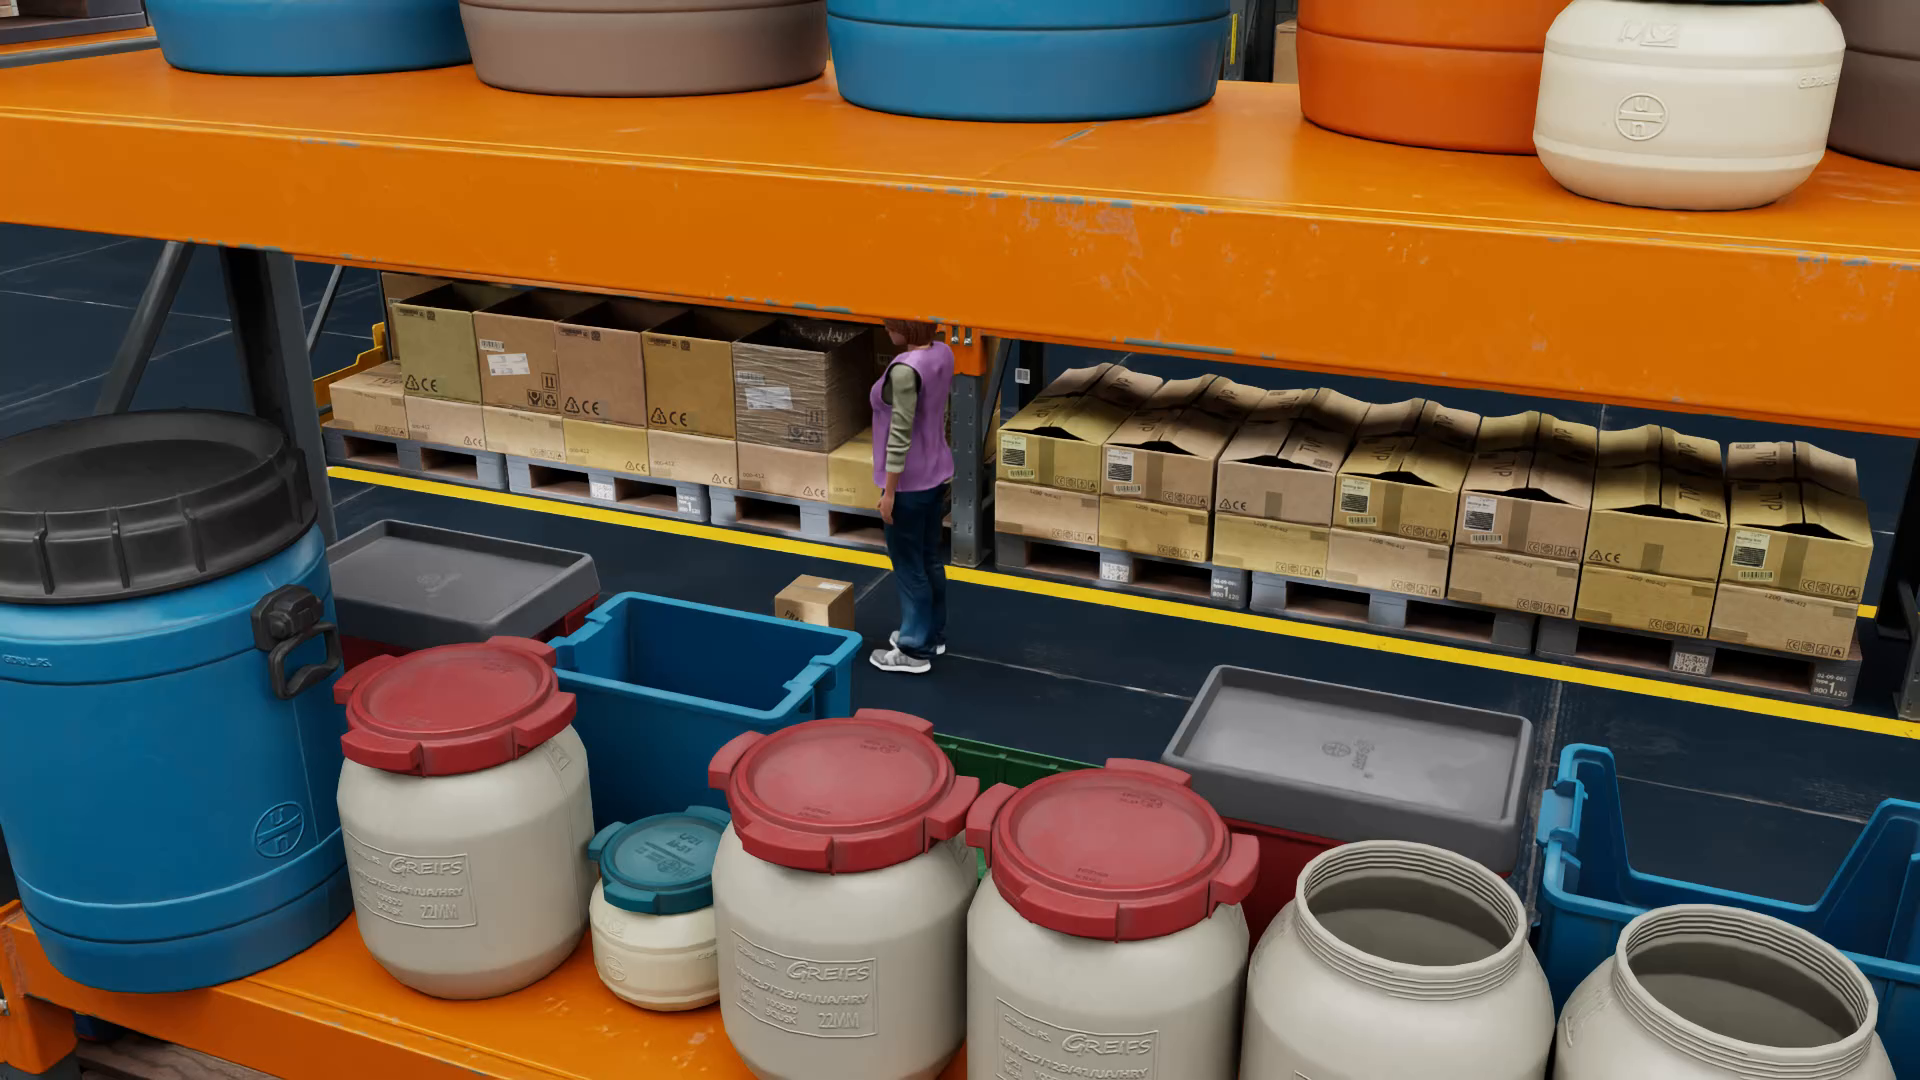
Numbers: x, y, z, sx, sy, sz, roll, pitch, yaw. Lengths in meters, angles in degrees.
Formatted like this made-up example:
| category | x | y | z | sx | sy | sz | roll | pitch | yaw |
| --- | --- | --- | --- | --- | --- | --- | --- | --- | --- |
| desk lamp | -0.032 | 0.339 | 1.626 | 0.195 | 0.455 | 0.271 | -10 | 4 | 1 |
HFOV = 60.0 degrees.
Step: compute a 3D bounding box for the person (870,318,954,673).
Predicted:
| category | x | y | z | sx | sy | sz | roll | pitch | yaw |
| --- | --- | --- | --- | --- | --- | --- | --- | --- | --- |
| person | -0.206 | -0.225 | 6.625 | 0.337 | 1.603 | 0.415 | 11 | 25 | 24 |
